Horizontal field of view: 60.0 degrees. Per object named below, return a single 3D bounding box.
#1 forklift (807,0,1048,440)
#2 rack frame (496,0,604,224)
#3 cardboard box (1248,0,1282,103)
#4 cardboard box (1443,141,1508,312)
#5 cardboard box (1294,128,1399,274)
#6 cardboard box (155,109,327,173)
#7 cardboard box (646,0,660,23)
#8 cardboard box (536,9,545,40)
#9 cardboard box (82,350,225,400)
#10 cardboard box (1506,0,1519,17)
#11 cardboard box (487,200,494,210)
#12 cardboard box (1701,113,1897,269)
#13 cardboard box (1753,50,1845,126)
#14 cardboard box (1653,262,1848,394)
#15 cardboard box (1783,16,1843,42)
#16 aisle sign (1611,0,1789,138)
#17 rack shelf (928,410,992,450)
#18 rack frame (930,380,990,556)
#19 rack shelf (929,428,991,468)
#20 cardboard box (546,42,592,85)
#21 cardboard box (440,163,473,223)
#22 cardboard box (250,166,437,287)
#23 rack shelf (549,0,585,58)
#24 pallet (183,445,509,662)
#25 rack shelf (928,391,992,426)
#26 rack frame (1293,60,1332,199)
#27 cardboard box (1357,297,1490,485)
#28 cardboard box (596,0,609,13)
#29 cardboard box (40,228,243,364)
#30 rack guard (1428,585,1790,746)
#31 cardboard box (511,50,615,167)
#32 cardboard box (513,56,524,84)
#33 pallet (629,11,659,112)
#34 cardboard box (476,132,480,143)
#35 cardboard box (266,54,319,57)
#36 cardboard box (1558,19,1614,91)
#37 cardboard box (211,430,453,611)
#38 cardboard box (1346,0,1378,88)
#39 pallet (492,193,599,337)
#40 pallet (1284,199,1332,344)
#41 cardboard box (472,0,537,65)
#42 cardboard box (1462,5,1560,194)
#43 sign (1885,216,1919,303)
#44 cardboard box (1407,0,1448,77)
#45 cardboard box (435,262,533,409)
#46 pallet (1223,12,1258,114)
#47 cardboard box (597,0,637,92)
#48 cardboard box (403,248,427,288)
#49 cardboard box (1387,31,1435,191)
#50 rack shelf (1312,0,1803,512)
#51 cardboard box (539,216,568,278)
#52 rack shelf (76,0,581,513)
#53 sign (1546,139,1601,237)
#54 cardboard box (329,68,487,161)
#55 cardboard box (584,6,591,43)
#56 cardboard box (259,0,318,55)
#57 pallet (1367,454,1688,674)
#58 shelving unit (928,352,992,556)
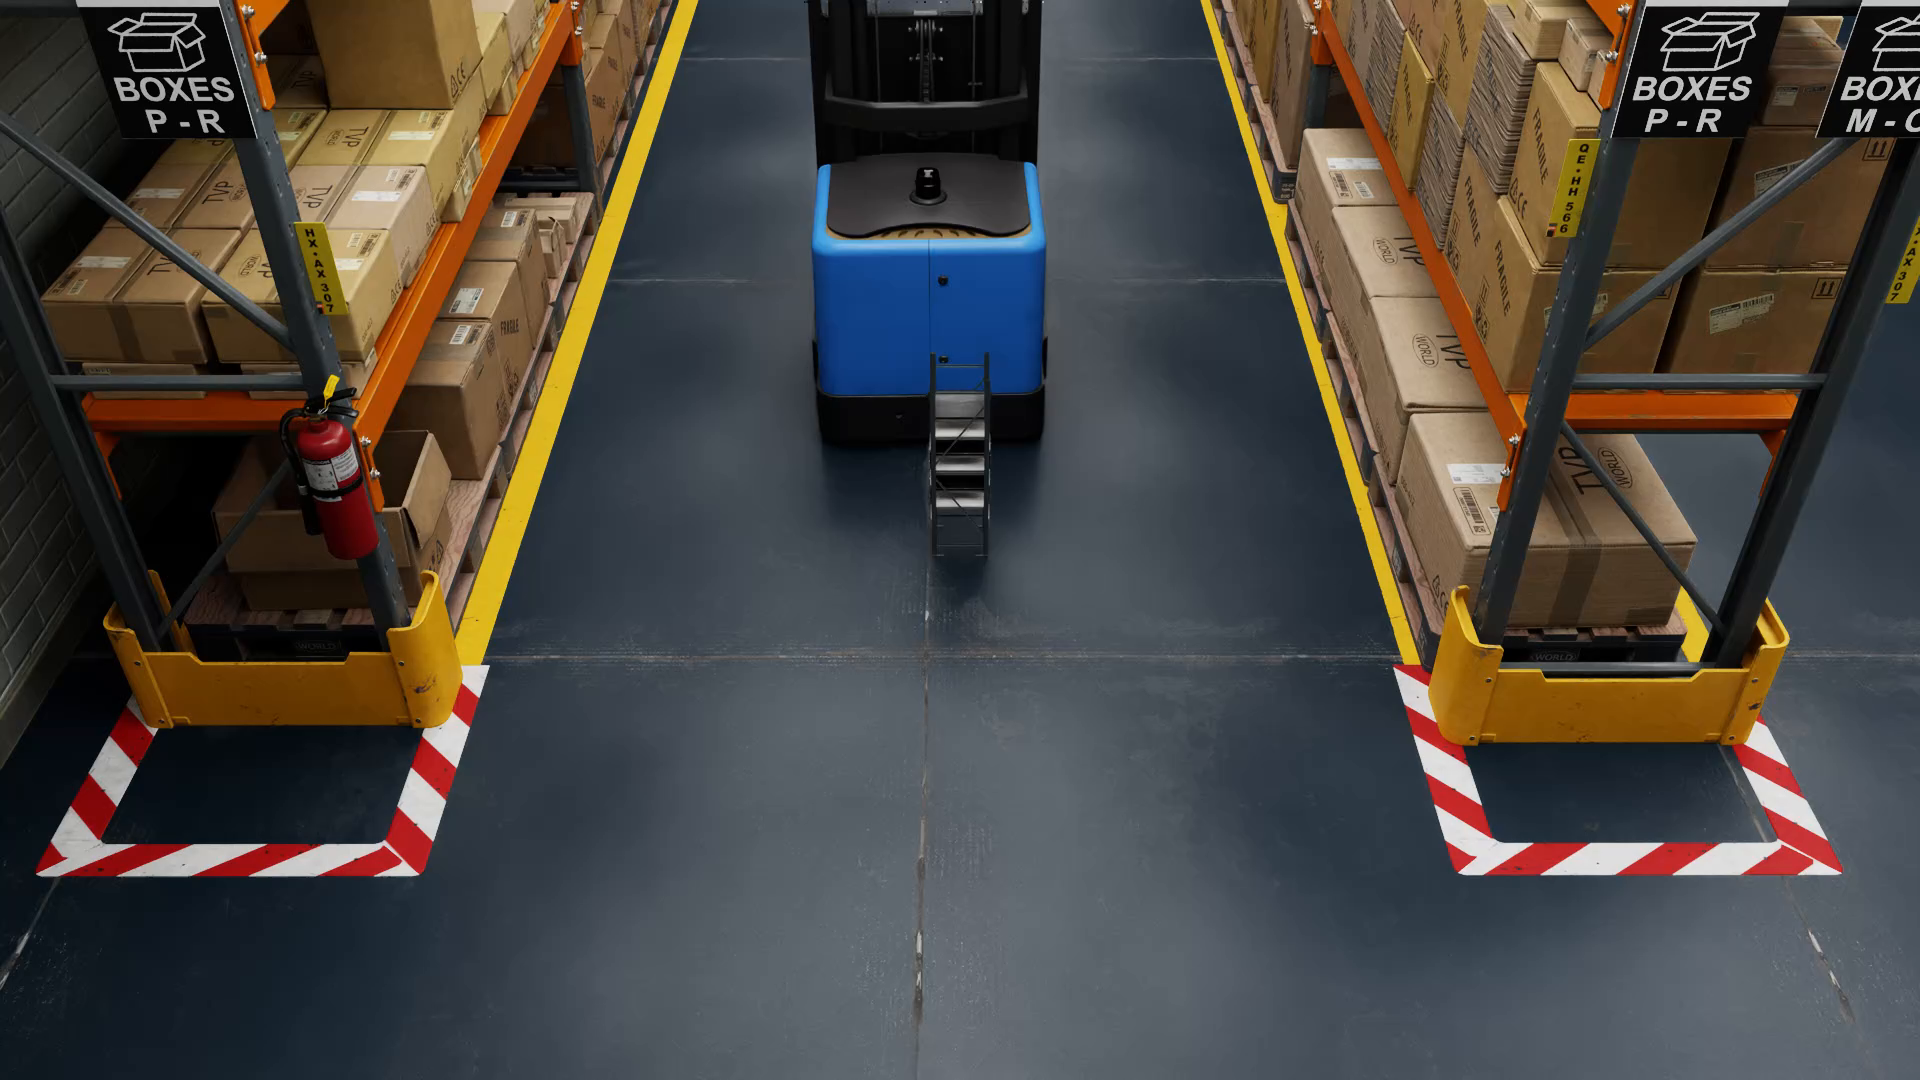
[{"bbox_3d":[-0.169,-2.504,8.030,1.130,2.935,3.031,-1,39,-1],"label":"forklift"},{"bbox_3d":[-2.554,-3.013,8.611,1.000,3.000,0.127,0,39,0],"label":"rack frame"},{"bbox_3d":[2.320,-3.306,10.340,0.875,0.875,0.875,1,39,1],"label":"cardboard box"},{"bbox_3d":[2.164,-1.172,6.234,0.500,0.500,0.500,-1,39,-1],"label":"cardboard box"},{"bbox_3d":[2.303,-1.790,8.798,0.875,0.438,0.875,-1,39,-1],"label":"cardboard box"},{"bbox_3d":[-2.810,-1.489,6.591,0.500,0.250,0.500,1,39,1],"label":"cardboard box"},{"bbox_3d":[-2.350,-3.798,11.254,0.500,0.500,0.500,2,39,2],"label":"cardboard box"},{"bbox_3d":[-2.279,-2.553,8.238,0.380,0.149,0.250,1,39,1],"label":"cardboard box"},{"bbox_3d":[-2.818,-0.621,5.827,0.380,0.149,0.250,0,39,-1],"label":"cardboard box"},{"bbox_3d":[2.146,-1.902,5.826,0.380,0.149,0.250,1,39,1],"label":"cardboard box"},{"bbox_3d":[-2.789,-1.714,8.805,0.500,0.311,0.500,1,39,2],"label":"cardboard box"},{"bbox_3d":[2.699,-1.247,5.528,0.500,0.500,0.500,-1,39,-1],"label":"cardboard box"},{"bbox_3d":[2.691,-1.422,5.227,0.380,0.149,0.250,1,39,1],"label":"cardboard box"},{"bbox_3d":[2.701,-0.857,5.841,0.500,0.500,0.500,0,39,0],"label":"cardboard box"},{"bbox_3d":[2.734,-1.748,5.635,0.380,0.149,0.250,1,39,1],"label":"cardboard box"},{"bbox_3d":[2.105,-1.487,4.628,0.394,0.787,0.004,0,39,0],"label":"aisle sign"},{"bbox_3d":[0.000,-0.461,6.871,0.258,0.077,0.200,0,39,0],"label":"rack shelf"},{"bbox_3d":[0.000,-0.282,6.883,0.240,0.900,0.006,0,39,0],"label":"rack frame"},{"bbox_3d":[0.000,-0.390,6.927,0.258,0.077,0.200,0,39,0],"label":"rack shelf"},{"bbox_3d":[-2.288,-2.679,9.339,0.380,0.149,0.250,2,39,2],"label":"cardboard box"},{"bbox_3d":[-2.227,-1.425,6.830,0.380,0.149,0.250,-1,39,-1],"label":"cardboard box"},{"bbox_3d":[-2.281,-1.168,6.191,0.500,0.250,0.500,0,39,0],"label":"cardboard box"},{"bbox_3d":[-2.556,-3.983,10.397,1.077,0.370,4.000,0,39,0],"label":"rack shelf"},{"bbox_3d":[-2.551,0.031,7.043,1.003,0.211,1.213,0,39,0],"label":"pallet"},{"bbox_3d":[0.000,-0.531,6.814,0.258,0.077,0.200,0,39,0],"label":"rack shelf"},{"bbox_3d":[2.410,-3.019,8.618,1.000,3.000,0.127,0,39,0],"label":"rack frame"},{"bbox_3d":[2.304,-0.666,7.396,0.875,0.438,0.875,1,39,1],"label":"cardboard box"},{"bbox_3d":[-2.354,-3.340,10.164,0.380,0.149,0.250,0,39,0],"label":"cardboard box"},{"bbox_3d":[-2.815,-0.857,5.802,0.500,0.250,0.500,1,39,1],"label":"cardboard box"},{"bbox_3d":[2.415,0.473,6.260,1.175,0.500,0.348,0,39,0],"label":"rack guard"},{"bbox_3d":[-2.329,-2.504,9.639,0.500,0.500,0.500,2,39,2],"label":"cardboard box"},{"bbox_3d":[-2.281,-2.226,7.830,0.380,0.149,0.250,1,39,1],"label":"cardboard box"},{"bbox_3d":[-2.597,-3.198,11.072,1.003,0.211,1.213,0,39,0],"label":"pallet"},{"bbox_3d":[-2.317,-1.751,7.237,0.380,0.149,0.250,0,39,0],"label":"cardboard box"},{"bbox_3d":[-2.817,-2.124,7.384,0.500,0.250,0.500,1,39,1],"label":"cardboard box"},{"bbox_3d":[2.190,-1.583,5.428,0.380,0.149,0.250,1,39,1],"label":"cardboard box"},{"bbox_3d":[-2.455,-0.084,6.616,0.797,0.503,0.637,-1,39,-2],"label":"cardboard box"},{"bbox_3d":[2.145,-2.450,7.828,0.500,0.500,0.500,0,39,0],"label":"cardboard box"},{"bbox_3d":[-2.554,-1.495,8.947,1.003,0.211,1.213,0,39,0],"label":"pallet"},{"bbox_3d":[2.333,-1.455,8.897,1.003,0.211,1.213,0,39,0],"label":"pallet"},{"bbox_3d":[-2.294,-2.439,7.777,0.500,0.250,0.500,0,39,0],"label":"cardboard box"},{"bbox_3d":[2.146,-1.575,5.937,0.500,0.500,0.500,0,39,0],"label":"cardboard box"},{"bbox_3d":[2.970,-0.883,5.197,0.100,0.325,0.005,0,39,0],"label":"sign"},{"bbox_3d":[2.150,-2.198,6.715,0.500,0.500,0.500,0,39,0],"label":"cardboard box"},{"bbox_3d":[-2.318,-0.948,7.697,0.500,0.500,0.500,1,39,1],"label":"cardboard box"},{"bbox_3d":[2.329,-3.178,11.047,1.003,0.211,1.213,0,39,0],"label":"pallet"},{"bbox_3d":[-2.336,-3.149,10.444,0.500,0.500,0.500,-1,39,-1],"label":"cardboard box"},{"bbox_3d":[-2.296,-1.101,6.426,0.380,0.149,0.250,1,39,1],"label":"cardboard box"},{"bbox_3d":[2.140,-1.816,7.038,0.500,0.500,0.500,1,39,1],"label":"cardboard box"},{"bbox_3d":[2.412,-1.487,7.283,1.077,0.370,4.000,0,39,0],"label":"rack shelf"},{"bbox_3d":[-2.259,-1.538,8.622,0.396,0.266,0.258,1,39,2],"label":"cardboard box"},{"bbox_3d":[-2.551,-1.481,7.275,1.077,0.370,4.000,0,39,0],"label":"rack shelf"},{"bbox_3d":[1.872,-1.070,5.071,0.100,0.325,0.005,0,39,0],"label":"sign"},{"bbox_3d":[-2.307,-1.805,6.986,0.500,0.250,0.500,-1,39,-1],"label":"cardboard box"},{"bbox_3d":[-2.377,-3.013,9.755,0.380,0.149,0.250,-2,39,-2],"label":"cardboard box"},{"bbox_3d":[-2.818,-2.432,7.168,0.500,0.500,0.500,-1,39,-1],"label":"cardboard box"},{"bbox_3d":[2.335,0.071,6.993,1.003,0.211,1.213,0,39,0],"label":"pallet"},{"bbox_3d":[0.000,-0.346,6.962,0.258,0.900,0.210,0,39,0],"label":"shelving unit"}]
